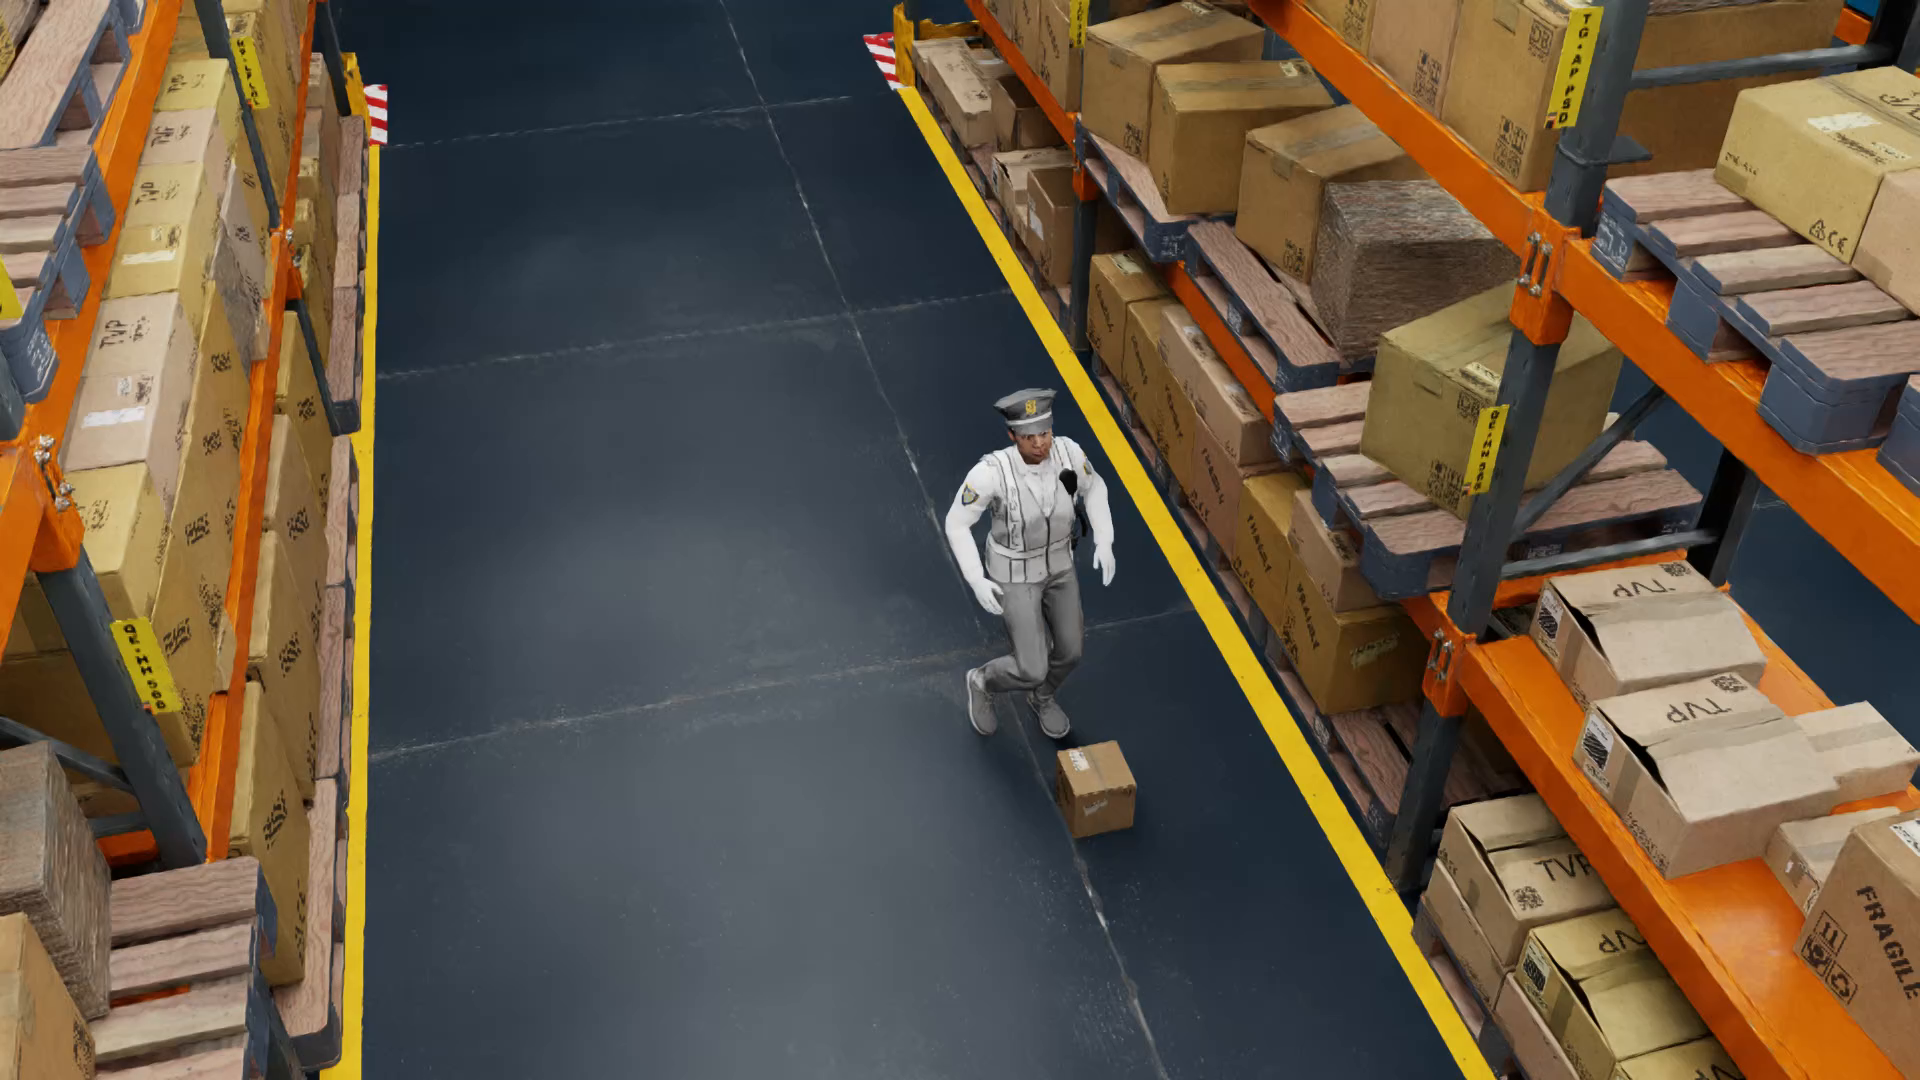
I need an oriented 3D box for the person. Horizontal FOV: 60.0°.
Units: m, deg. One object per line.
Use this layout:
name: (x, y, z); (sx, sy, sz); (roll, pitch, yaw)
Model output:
person: (0.322, 0.127, 6.547); (0.675, 1.657, 0.467); (-22, 43, -25)
